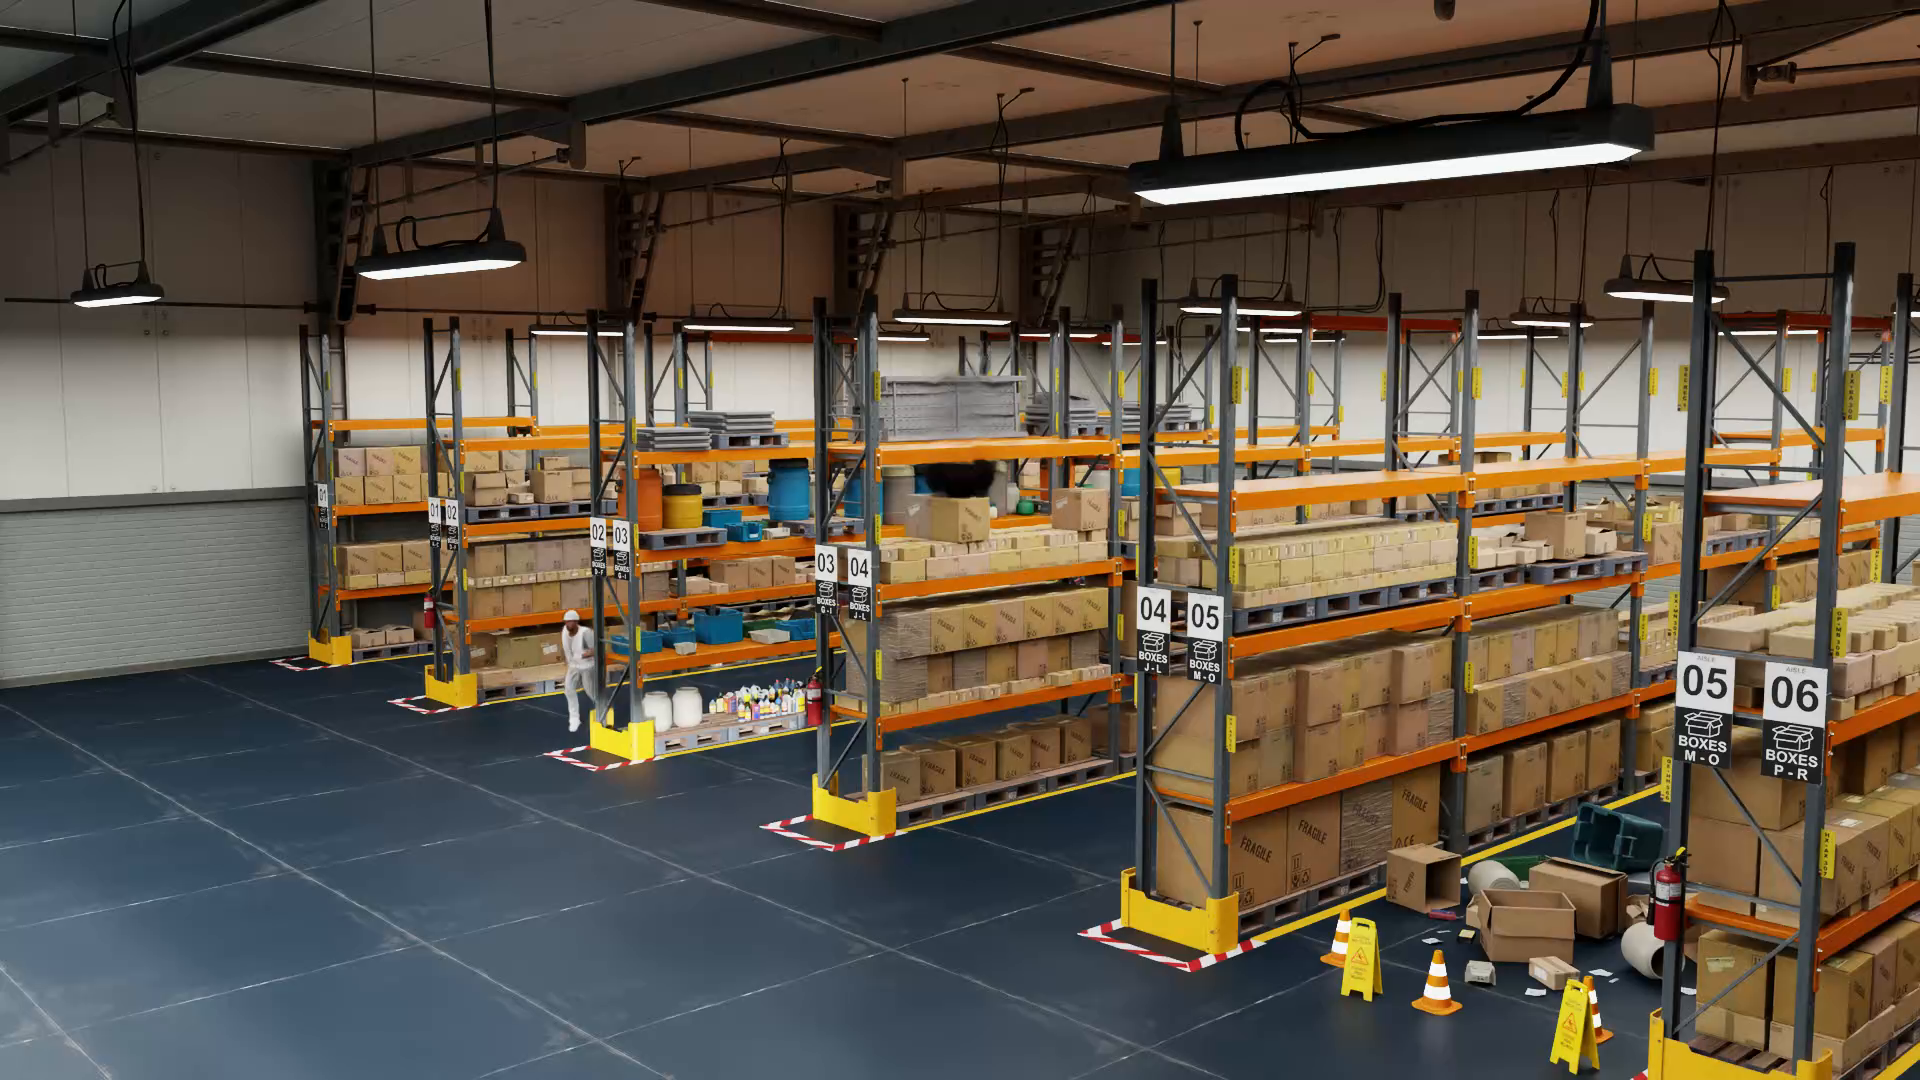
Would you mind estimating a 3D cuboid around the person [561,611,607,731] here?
[{"bbox_3d":[-5.494,1.895,24.230,0.715,1.813,0.948,3,6,25],"label":"person"}]
